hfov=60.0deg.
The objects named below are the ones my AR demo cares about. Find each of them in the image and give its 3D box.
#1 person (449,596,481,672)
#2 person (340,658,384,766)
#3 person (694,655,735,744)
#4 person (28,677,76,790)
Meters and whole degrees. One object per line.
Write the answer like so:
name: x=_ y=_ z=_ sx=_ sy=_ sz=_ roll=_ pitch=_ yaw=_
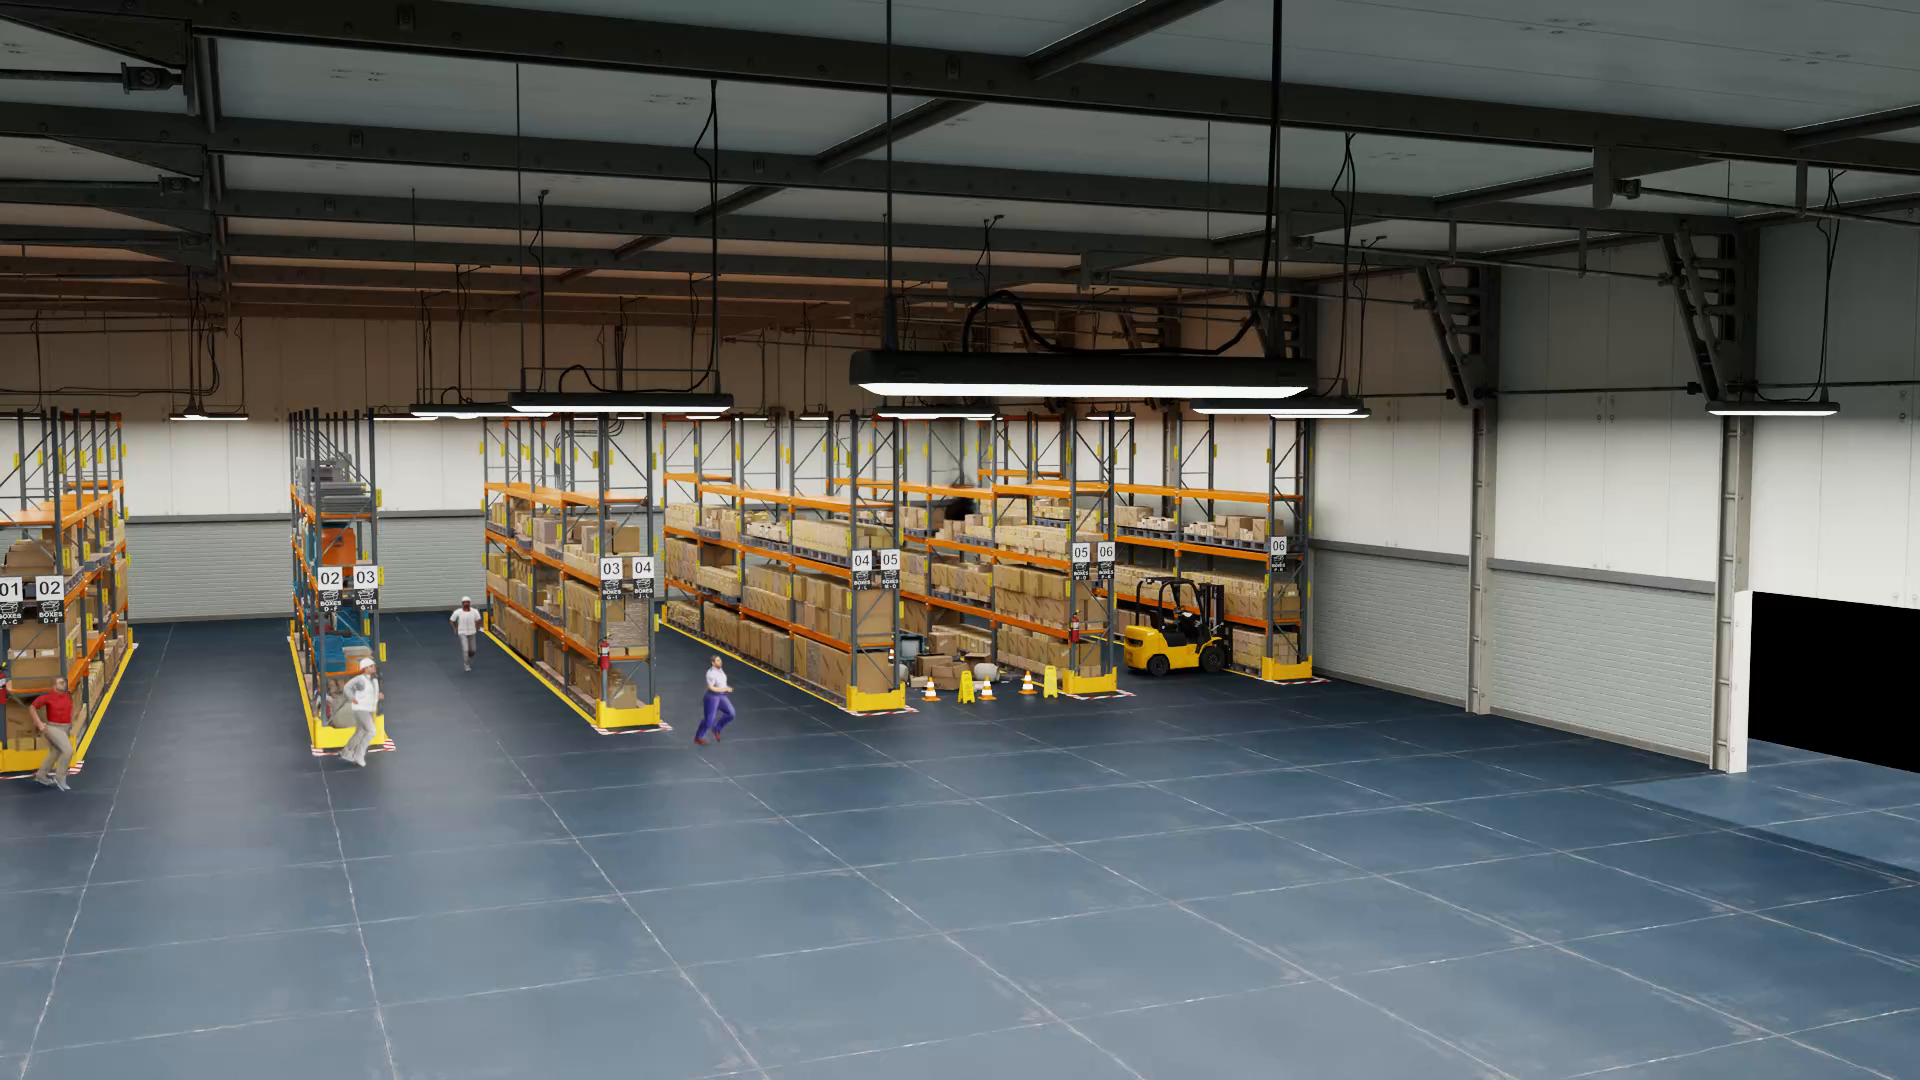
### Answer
person: x=-11.437 y=2.164 z=38.523 sx=0.707 sy=1.726 sz=0.753 roll=-2 pitch=4 yaw=-27
person: x=-10.065 y=2.891 z=28.071 sx=0.720 sy=1.788 sz=0.676 roll=1 pitch=4 yaw=11
person: x=-4.338 y=2.828 z=29.603 sx=0.799 sy=1.598 sz=0.619 roll=2 pitch=4 yaw=24
person: x=-14.240 y=3.049 z=26.187 sx=0.697 sy=1.788 sz=0.649 roll=0 pitch=4 yaw=0
